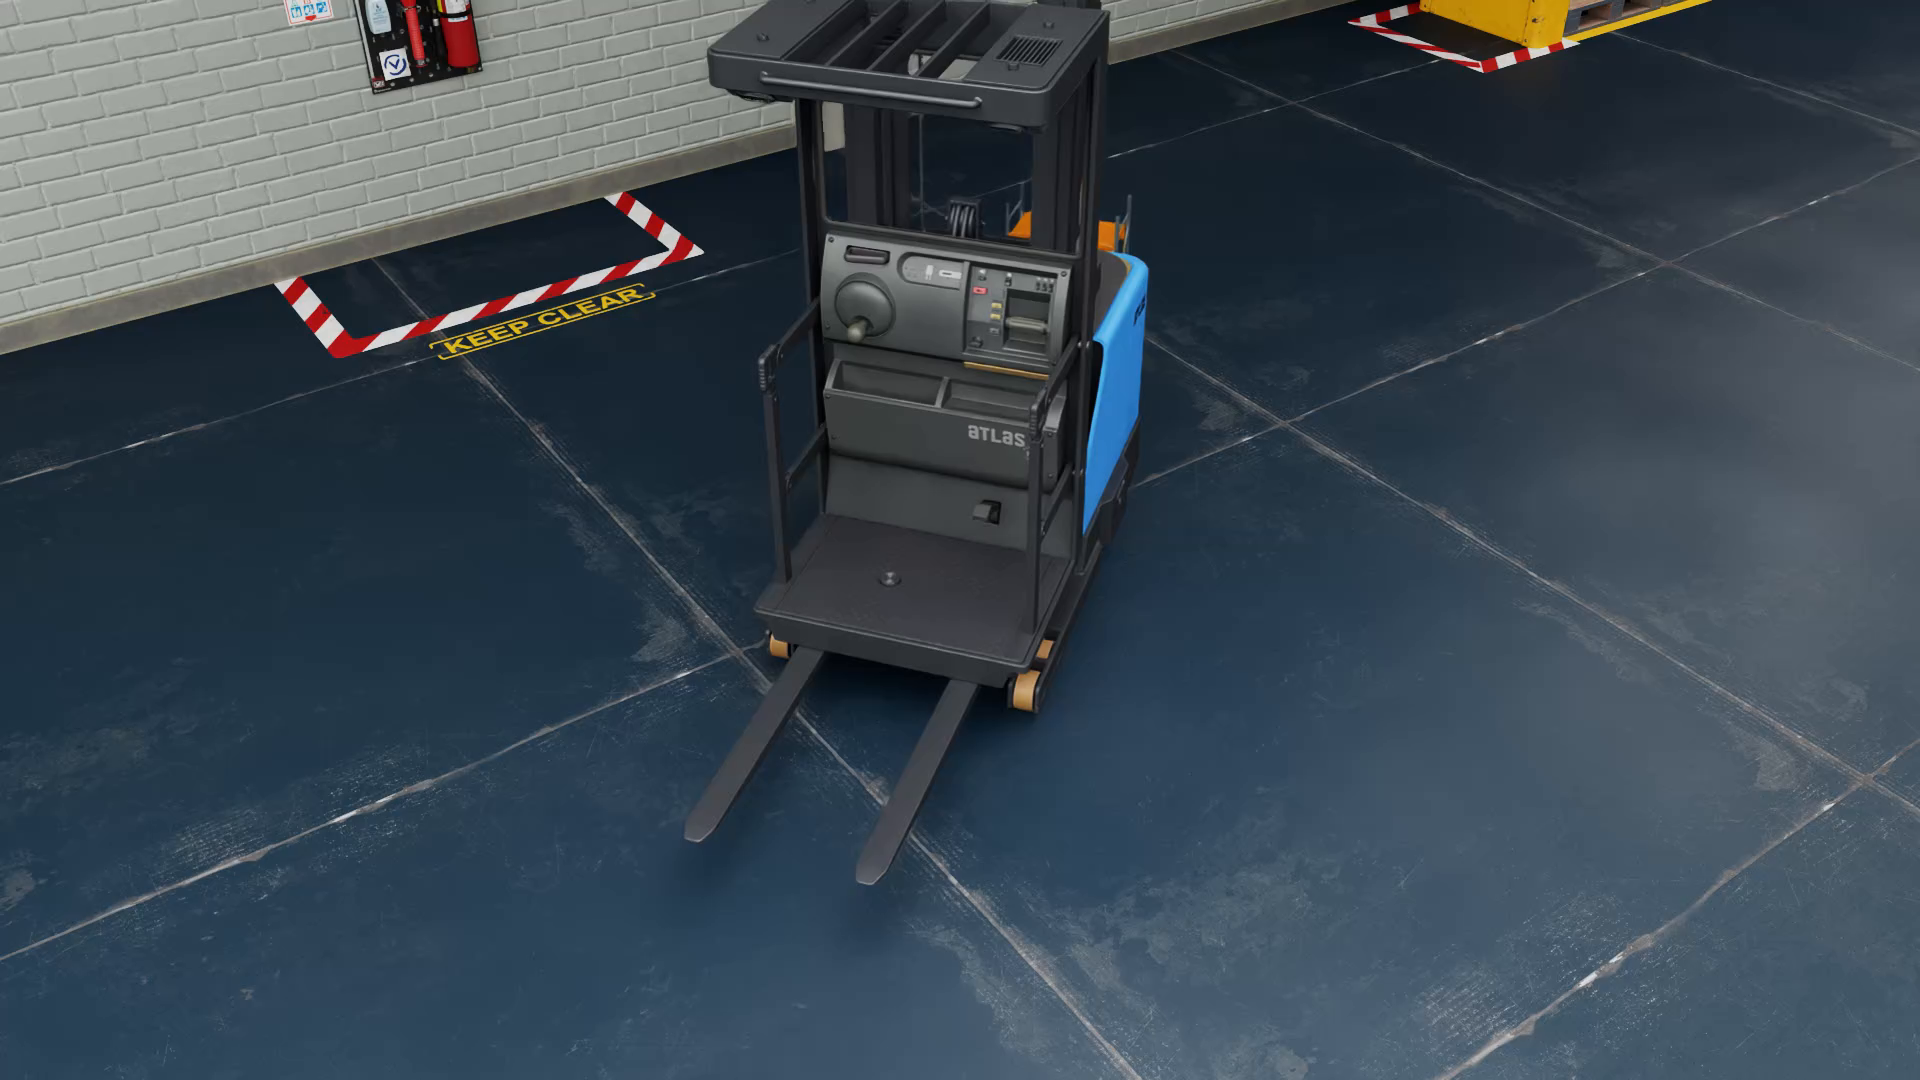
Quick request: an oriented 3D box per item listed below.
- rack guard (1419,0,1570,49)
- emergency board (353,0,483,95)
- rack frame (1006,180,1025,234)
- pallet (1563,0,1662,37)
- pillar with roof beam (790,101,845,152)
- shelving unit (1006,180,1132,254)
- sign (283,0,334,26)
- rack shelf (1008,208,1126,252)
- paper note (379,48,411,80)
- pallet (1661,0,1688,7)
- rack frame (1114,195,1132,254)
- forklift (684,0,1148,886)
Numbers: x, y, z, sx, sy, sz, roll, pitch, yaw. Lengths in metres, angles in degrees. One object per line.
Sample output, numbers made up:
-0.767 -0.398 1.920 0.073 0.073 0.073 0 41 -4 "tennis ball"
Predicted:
4.054 -4.161 12.607 0.348 0.500 1.175 -22 41 -28 "rack guard"
-2.881 -2.967 8.807 0.643 1.169 0.194 -22 41 -28 "emergency board"
0.247 -1.051 7.682 0.015 1.200 0.240 11 37 15 "rack frame"
4.738 -4.300 13.048 1.213 0.211 1.003 -22 41 -28 "pallet"
1.641 -4.161 5.329 0.400 9.000 9.100 -22 41 -28 "pillar with roof beam"
0.479 -1.006 7.620 0.503 1.200 0.258 11 37 15 "shelving unit"
-3.392 -2.845 8.606 0.234 0.329 0.001 -22 41 -28 "sign"
0.479 -1.326 7.392 0.480 0.148 0.258 11 37 15 "rack shelf"
-3.065 -2.583 9.027 0.142 0.148 0.016 -22 41 -28 "paper note"
5.734 -4.708 13.615 1.213 0.211 1.003 -22 41 -28 "pallet"
0.711 -0.962 7.559 0.015 1.200 0.240 11 37 15 "rack frame"
-0.125 -0.802 5.854 1.130 2.935 3.031 11 37 15 "forklift"
